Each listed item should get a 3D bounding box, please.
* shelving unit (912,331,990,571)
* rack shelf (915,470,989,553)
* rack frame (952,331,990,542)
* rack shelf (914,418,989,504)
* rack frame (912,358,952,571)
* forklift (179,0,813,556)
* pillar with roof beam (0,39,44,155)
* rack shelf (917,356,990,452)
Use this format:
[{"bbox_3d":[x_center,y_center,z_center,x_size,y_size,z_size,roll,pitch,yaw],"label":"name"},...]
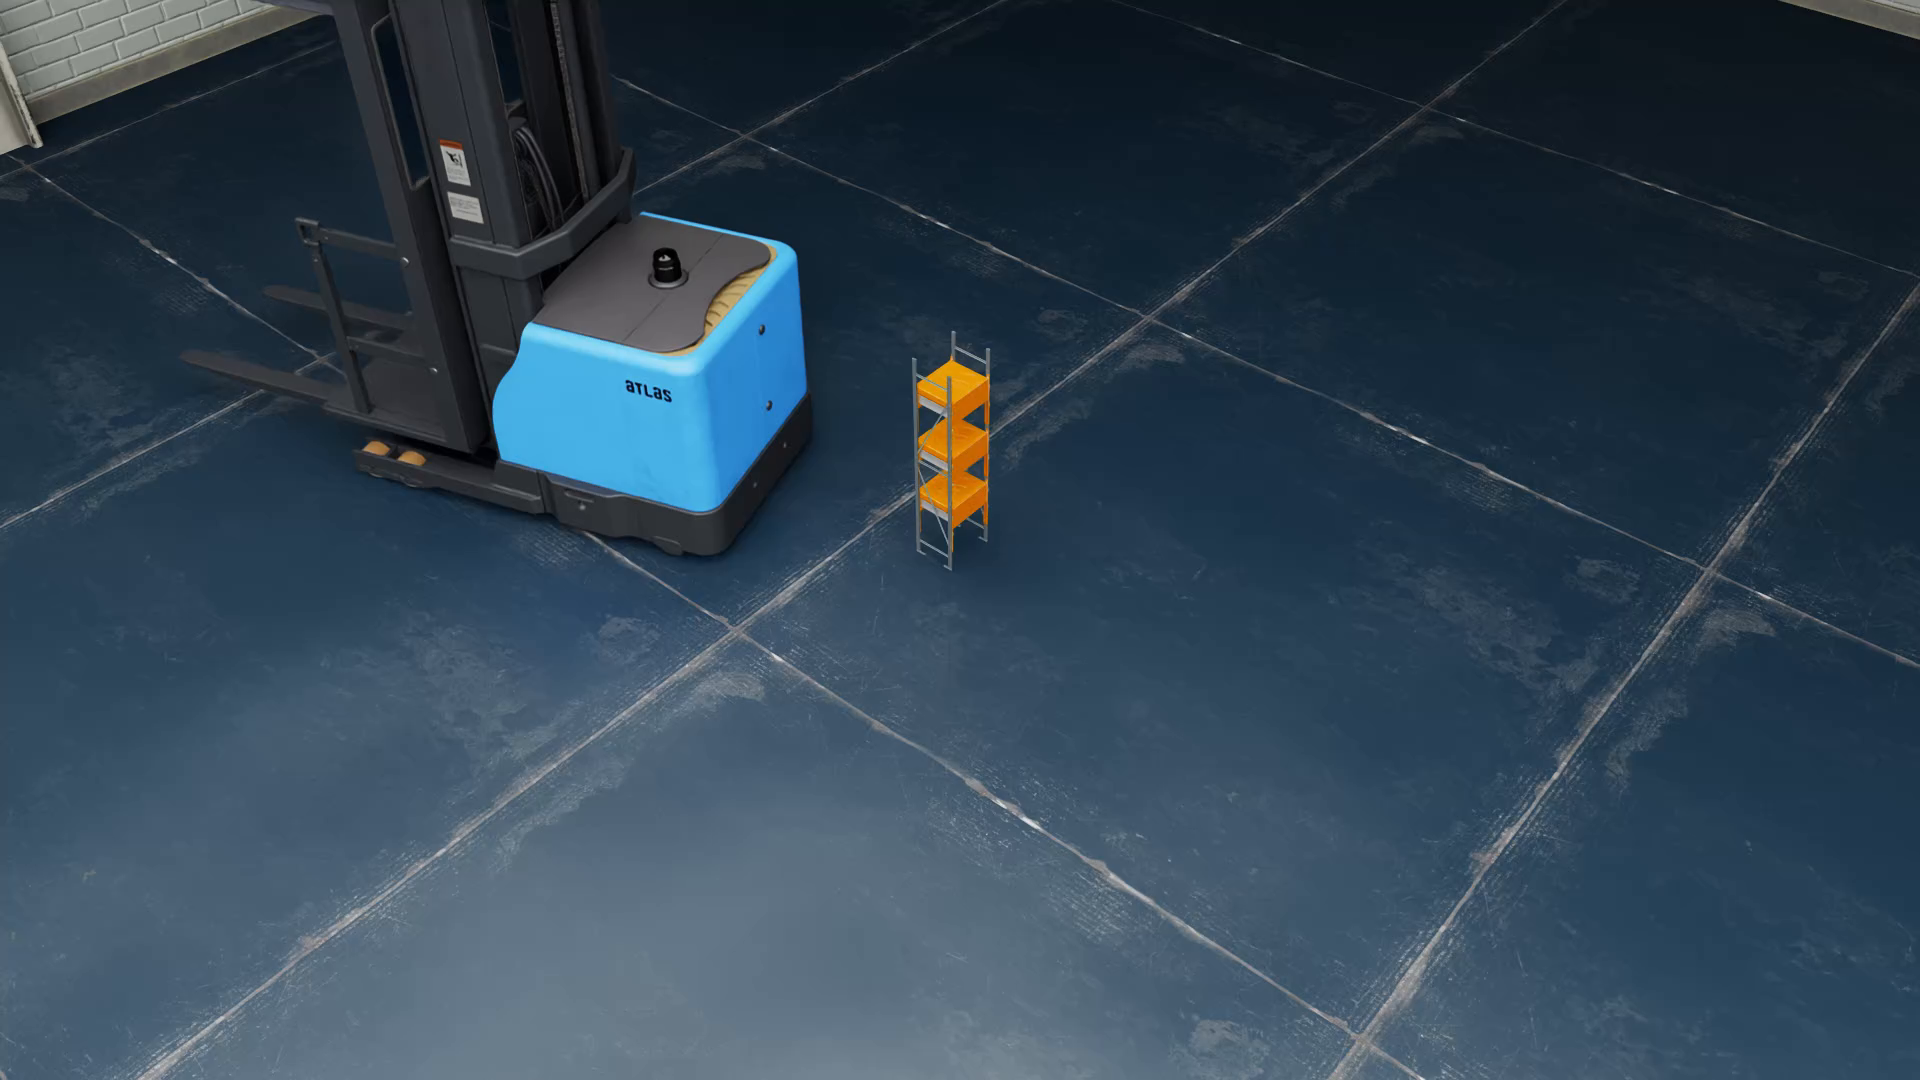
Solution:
[{"bbox_3d":[-0.034,-0.361,7.049,0.215,1.050,0.252,29,50,28],"label":"shelving unit"},{"bbox_3d":[-0.034,-0.147,7.243,0.215,0.259,0.240,29,50,28],"label":"rack shelf"},{"bbox_3d":[0.044,-0.424,7.118,0.200,1.050,0.008,29,50,28],"label":"rack frame"},{"bbox_3d":[-0.034,-0.353,7.056,0.215,0.259,0.240,29,50,28],"label":"rack shelf"},{"bbox_3d":[-0.113,-0.298,6.980,0.200,1.050,0.008,29,50,28],"label":"rack frame"},{"bbox_3d":[-2.266,-1.644,7.061,3.031,2.935,1.130,15,44,16],"label":"forklift"},{"bbox_3d":[-2.490,-3.821,4.945,9.100,9.000,0.400,29,50,28],"label":"pillar with roof beam"},{"bbox_3d":[-0.034,-0.563,6.865,0.215,0.259,0.240,29,50,28],"label":"rack shelf"}]
